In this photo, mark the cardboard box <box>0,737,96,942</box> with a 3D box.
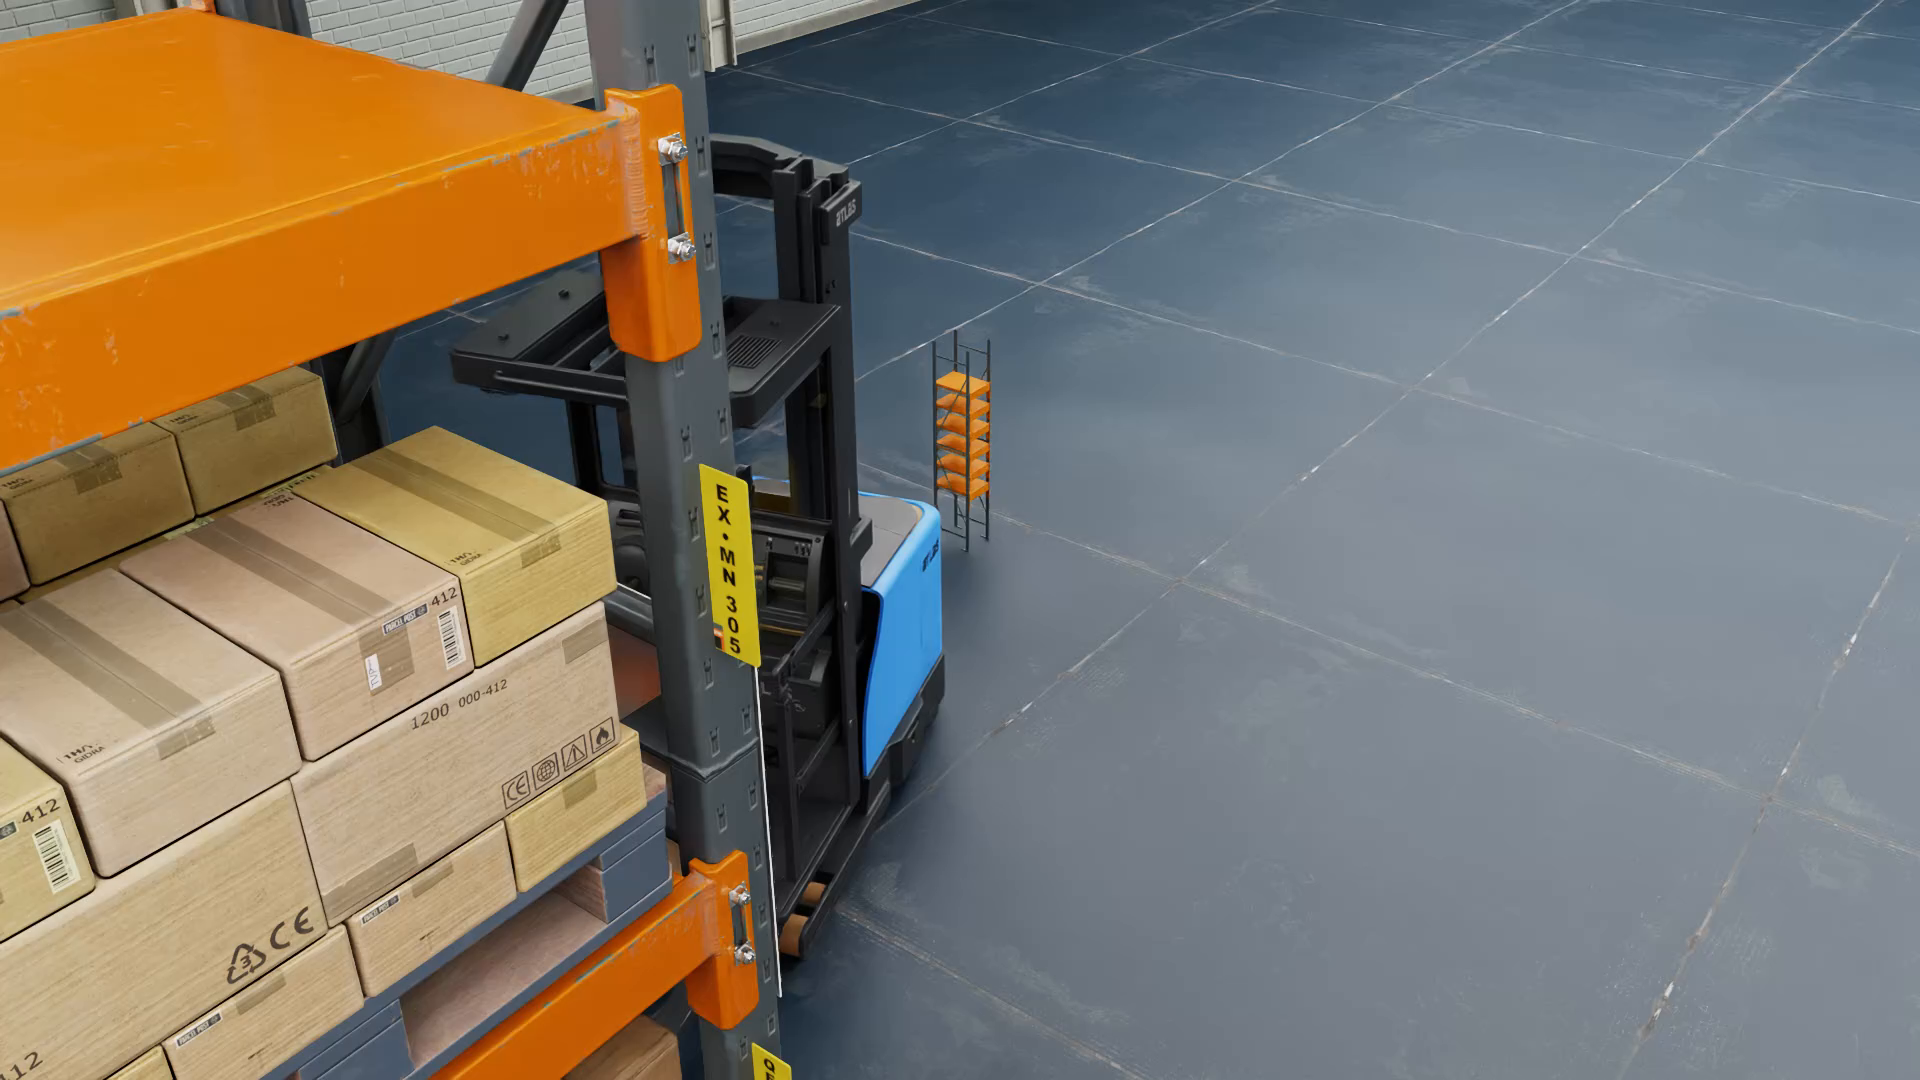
[{"bbox_3d":[-1.166,0.310,1.798,0.380,0.149,0.250,22,37,32],"label":"cardboard box"}]

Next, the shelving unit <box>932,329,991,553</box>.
[{"bbox_3d":[0.009,-0.522,8.954,0.258,1.200,0.189,21,37,31],"label":"shelving unit"}]

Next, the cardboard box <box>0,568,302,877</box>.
[{"bbox_3d":[-1.011,0.204,1.976,0.380,0.149,0.250,22,37,32],"label":"cardboard box"}]

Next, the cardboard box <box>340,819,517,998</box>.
[{"bbox_3d":[-0.855,0.442,2.357,0.380,0.149,0.250,21,37,32],"label":"cardboard box"}]

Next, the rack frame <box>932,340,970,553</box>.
[{"bbox_3d":[-0.047,-0.485,8.891,0.240,1.200,0.006,21,37,31],"label":"rack frame"}]

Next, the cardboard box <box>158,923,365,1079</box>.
[{"bbox_3d":[-1.010,0.546,2.180,0.380,0.149,0.250,22,37,32],"label":"cardboard box"}]

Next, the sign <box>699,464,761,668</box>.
[{"bbox_3d":[-0.348,0.042,2.505,0.100,0.325,0.005,21,37,31],"label":"sign"}]

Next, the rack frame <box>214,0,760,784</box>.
[{"bbox_3d":[-0.772,-1.075,2.237,1.000,3.000,0.127,21,37,31],"label":"rack frame"}]

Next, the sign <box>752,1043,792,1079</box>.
[{"bbox_3d":[-0.348,1.079,3.119,0.100,0.325,0.005,21,37,31],"label":"sign"}]

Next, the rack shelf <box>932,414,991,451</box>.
[{"bbox_3d":[0.009,-0.587,8.916,0.258,0.103,0.180,21,37,31],"label":"rack shelf"}]

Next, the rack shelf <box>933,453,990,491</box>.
[{"bbox_3d":[0.009,-0.381,9.038,0.258,0.103,0.180,21,37,31],"label":"rack shelf"}]

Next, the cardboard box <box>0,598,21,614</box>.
[{"bbox_3d":[-1.573,0.253,2.285,0.500,0.250,0.500,21,36,31],"label":"cardboard box"}]

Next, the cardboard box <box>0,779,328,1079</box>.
[{"bbox_3d":[-1.147,0.417,2.008,0.500,0.250,0.500,21,37,31],"label":"cardboard box"}]

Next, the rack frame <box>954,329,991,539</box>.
[{"bbox_3d":[0.064,-0.559,9.017,0.240,1.200,0.006,21,37,31],"label":"rack frame"}]

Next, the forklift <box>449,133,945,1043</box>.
[{"bbox_3d":[-1.019,0.135,6.147,1.130,2.935,3.031,10,32,16],"label":"forklift"}]

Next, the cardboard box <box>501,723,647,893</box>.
[{"bbox_3d":[-0.702,0.340,2.529,0.380,0.149,0.250,21,37,31],"label":"cardboard box"}]

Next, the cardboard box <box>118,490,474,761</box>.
[{"bbox_3d":[-0.857,0.100,2.152,0.380,0.149,0.250,21,37,32],"label":"cardboard box"}]

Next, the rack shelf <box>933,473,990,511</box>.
[{"bbox_3d":[0.009,-0.277,9.099,0.258,0.103,0.180,21,37,31],"label":"rack shelf"}]

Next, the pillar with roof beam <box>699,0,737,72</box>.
[{"bbox_3d":[0.798,-7.630,13.298,9.100,9.000,0.400,21,37,31],"label":"pillar with roof beam"}]

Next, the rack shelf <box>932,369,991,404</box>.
[{"bbox_3d":[0.009,-0.794,8.793,0.258,0.103,0.180,21,37,31],"label":"rack shelf"}]

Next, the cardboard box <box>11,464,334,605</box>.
[{"bbox_3d":[-1.268,0.046,2.634,0.500,0.250,0.500,21,37,31],"label":"cardboard box"}]

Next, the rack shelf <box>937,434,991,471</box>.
[{"bbox_3d":[0.009,-0.484,8.977,0.258,0.103,0.180,21,37,31],"label":"rack shelf"}]

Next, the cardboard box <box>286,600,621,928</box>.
[{"bbox_3d":[-0.845,0.214,2.351,0.500,0.250,0.500,22,37,32],"label":"cardboard box"}]

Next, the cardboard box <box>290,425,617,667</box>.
[{"bbox_3d":[-0.705,-0.001,2.322,0.380,0.149,0.250,22,37,32],"label":"cardboard box"}]

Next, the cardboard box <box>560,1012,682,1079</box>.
[{"bbox_3d":[-1.027,1.116,3.218,0.875,0.550,0.550,21,37,31],"label":"cardboard box"}]

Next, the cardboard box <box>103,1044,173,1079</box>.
[{"bbox_3d":[-1.163,0.649,2.007,0.380,0.149,0.250,21,37,32],"label":"cardboard box"}]

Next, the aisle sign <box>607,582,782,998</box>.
[{"bbox_3d":[-0.490,0.451,2.996,0.394,0.787,0.004,21,37,31],"label":"aisle sign"}]

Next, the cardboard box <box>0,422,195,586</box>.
[{"bbox_3d":[-1.379,-0.104,2.495,0.380,0.149,0.250,21,37,32],"label":"cardboard box"}]

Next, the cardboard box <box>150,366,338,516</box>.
[{"bbox_3d":[-1.227,-0.205,2.666,0.380,0.149,0.250,22,37,32],"label":"cardboard box"}]

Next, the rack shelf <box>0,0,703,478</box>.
[{"bbox_3d":[-1.979,0.220,1.150,1.077,0.370,4.000,21,37,31],"label":"rack shelf"}]

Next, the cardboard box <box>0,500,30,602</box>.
[{"bbox_3d":[-1.533,0.001,2.319,0.380,0.149,0.250,21,36,31],"label":"cardboard box"}]

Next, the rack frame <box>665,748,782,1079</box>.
[{"bbox_3d":[-0.772,1.506,3.766,1.000,3.000,0.127,21,37,31],"label":"rack frame"}]

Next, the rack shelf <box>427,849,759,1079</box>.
[{"bbox_3d":[-1.979,1.338,1.813,1.077,0.370,4.000,21,37,31],"label":"rack shelf"}]

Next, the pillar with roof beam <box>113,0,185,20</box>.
[{"bbox_3d":[-2.824,-5.191,9.183,9.100,9.000,0.400,21,37,31],"label":"pillar with roof beam"}]

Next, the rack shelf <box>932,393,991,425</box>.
[{"bbox_3d":[0.009,-0.690,8.854,0.258,0.103,0.180,21,37,31],"label":"rack shelf"}]

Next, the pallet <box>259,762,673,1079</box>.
[{"bbox_3d":[-1.211,0.559,2.510,1.003,0.211,1.213,21,37,31],"label":"pallet"}]
